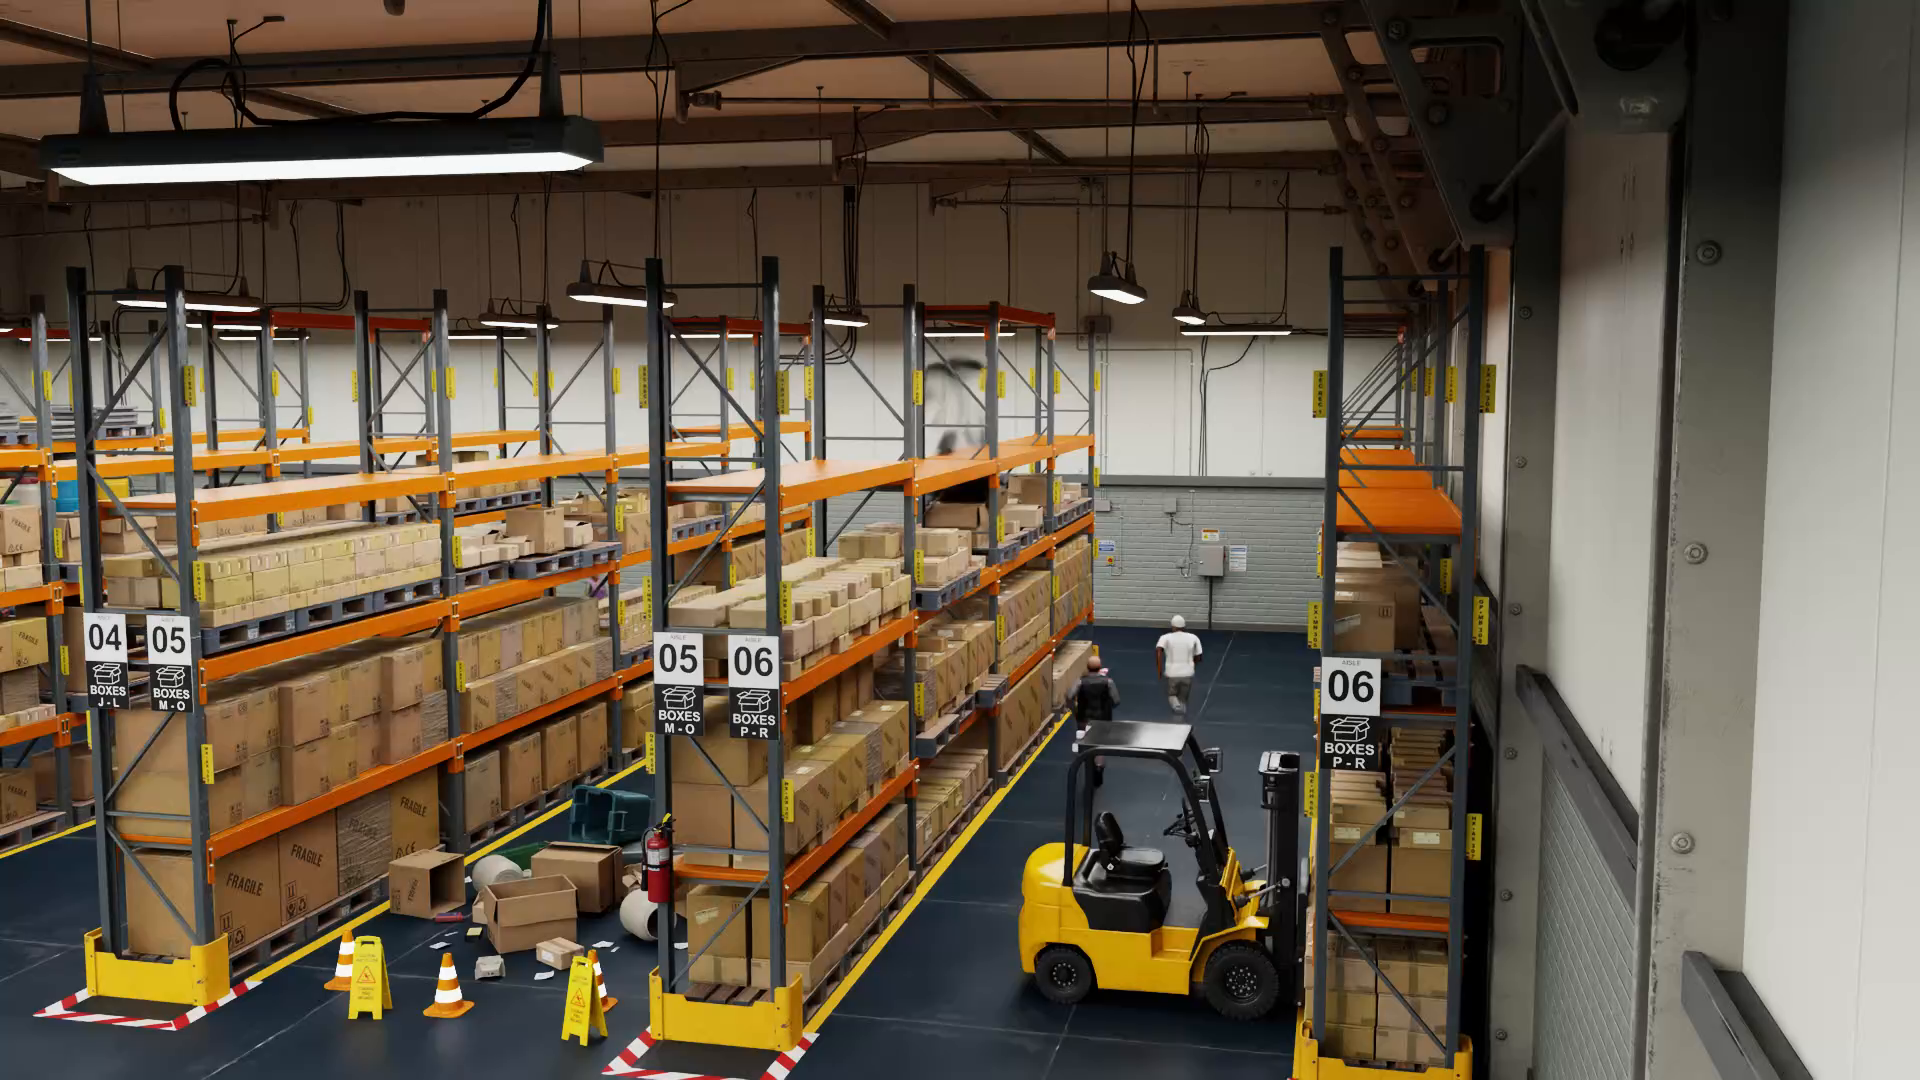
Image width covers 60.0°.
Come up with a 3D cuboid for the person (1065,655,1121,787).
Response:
[{"bbox_3d":[1.635,2.281,20.424,0.671,1.721,0.798,1,6,7],"label":"person"}]

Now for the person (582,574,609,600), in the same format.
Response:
[{"bbox_3d":[-6.791,1.278,31.035,0.563,1.540,0.575,6,8,44],"label":"person"}]

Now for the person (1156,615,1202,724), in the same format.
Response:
[{"bbox_3d":[3.100,1.931,23.642,0.688,1.702,0.729,0,6,1],"label":"person"}]
